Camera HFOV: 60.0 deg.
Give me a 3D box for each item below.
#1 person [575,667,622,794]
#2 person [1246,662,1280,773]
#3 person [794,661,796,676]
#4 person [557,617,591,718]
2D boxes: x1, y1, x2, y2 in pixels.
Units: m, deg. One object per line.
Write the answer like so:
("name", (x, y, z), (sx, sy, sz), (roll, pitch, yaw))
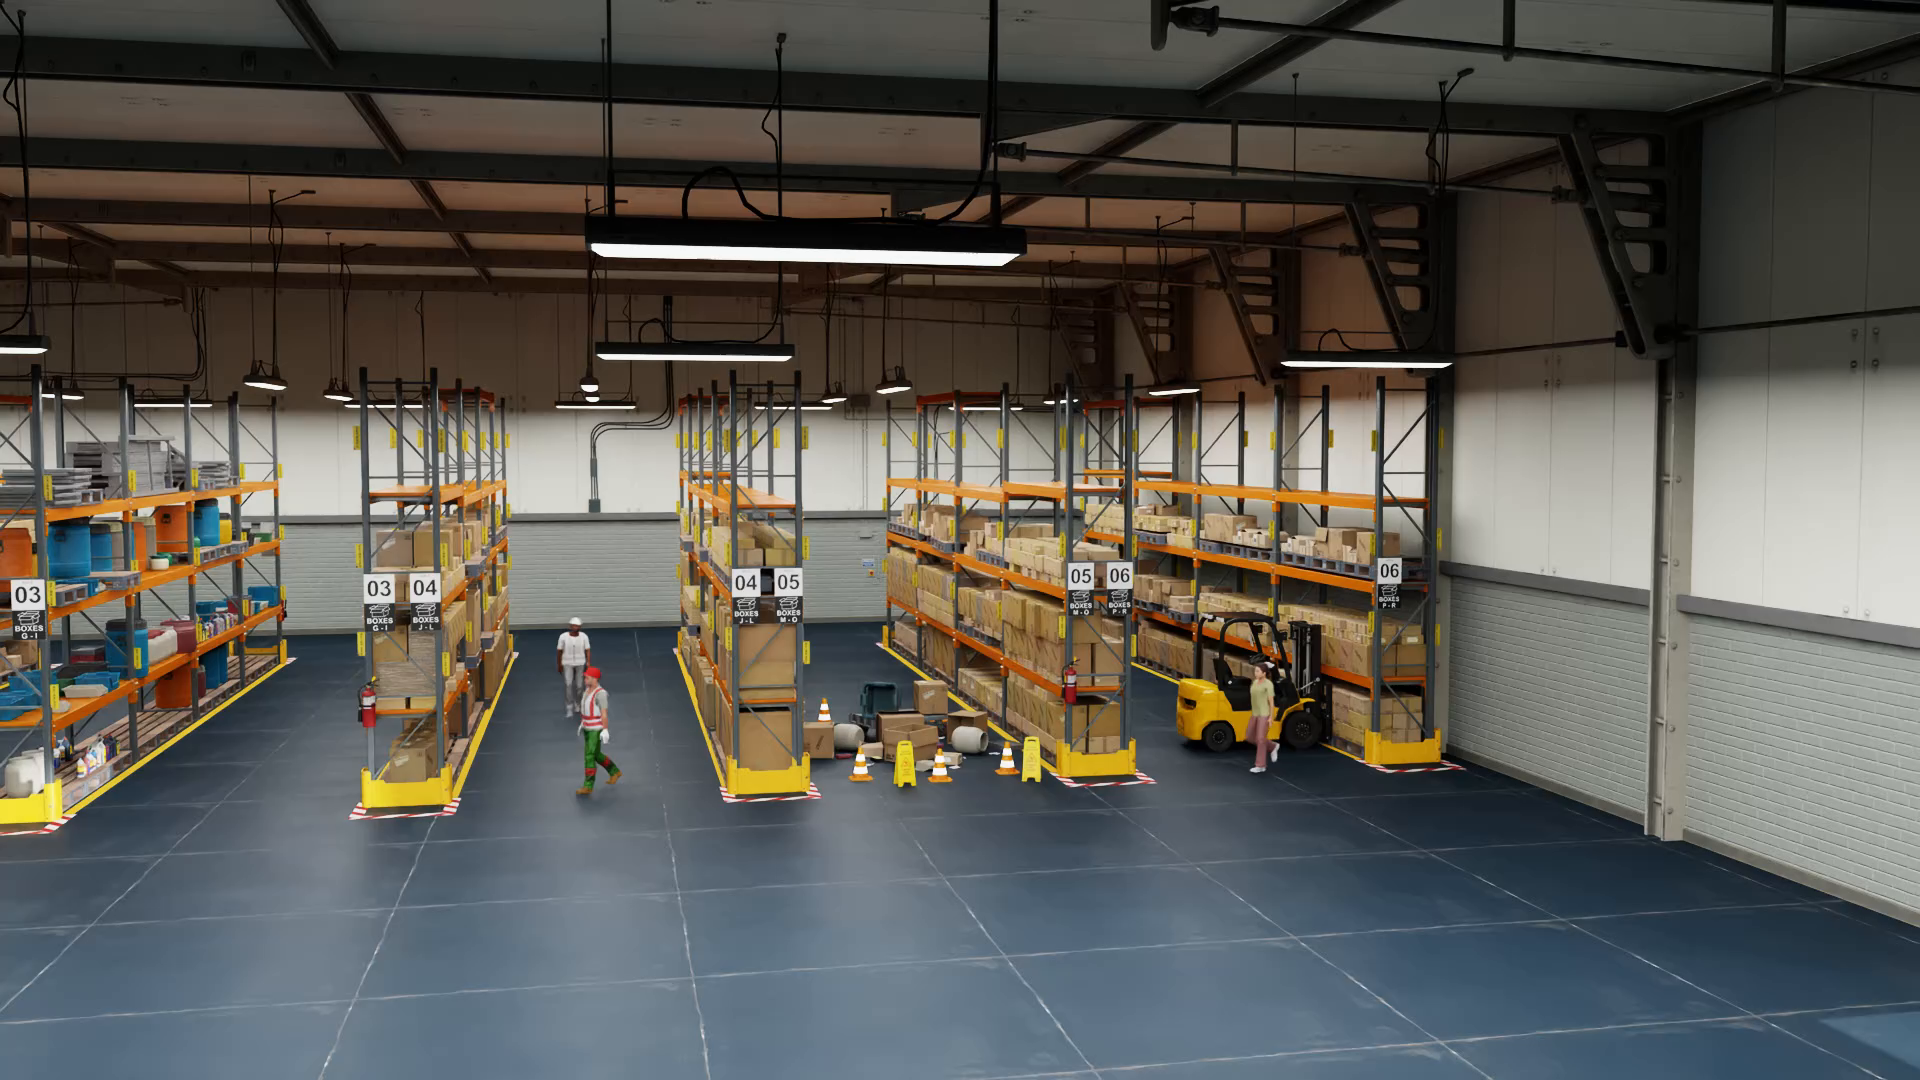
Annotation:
("person", (-5.188, 2.696, 23.783), (0.846, 1.776, 0.568), (-3, 4, -38))
("person", (4.618, 2.667, 25.162), (0.625, 1.657, 0.506), (-2, 4, -26))
("person", (-3.595, 2.076, 35.256), (0.521, 1.668, 0.485), (1, 3, 11))
("person", (-7.046, 2.325, 30.428), (0.595, 1.789, 0.685), (-1, 4, -20))
